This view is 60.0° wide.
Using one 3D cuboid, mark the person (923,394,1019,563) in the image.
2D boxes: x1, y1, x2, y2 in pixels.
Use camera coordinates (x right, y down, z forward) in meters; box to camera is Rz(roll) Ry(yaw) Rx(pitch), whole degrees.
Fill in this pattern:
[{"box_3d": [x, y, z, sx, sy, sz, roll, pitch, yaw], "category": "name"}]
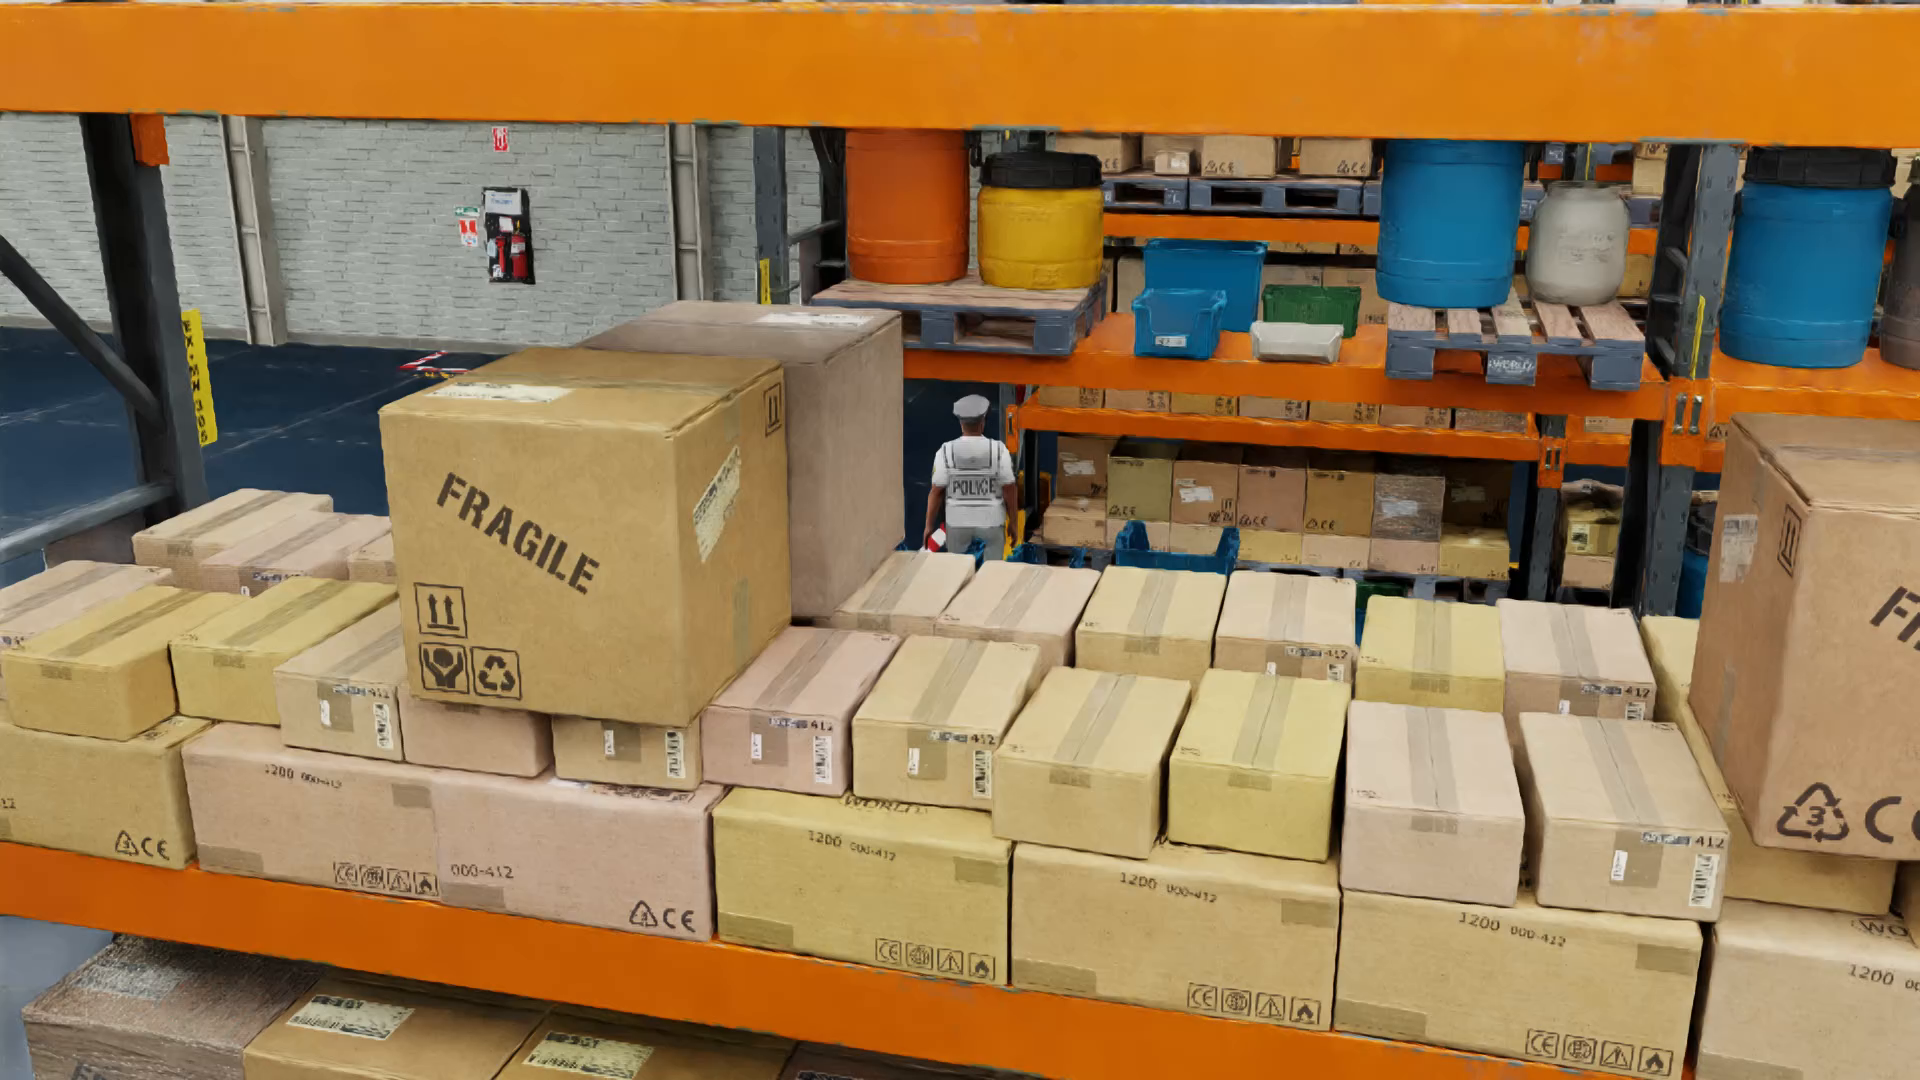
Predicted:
[{"box_3d": [0.072, -0.109, 11.324, 0.655, 1.778, 0.403, 0, 18, 0], "category": "person"}]
